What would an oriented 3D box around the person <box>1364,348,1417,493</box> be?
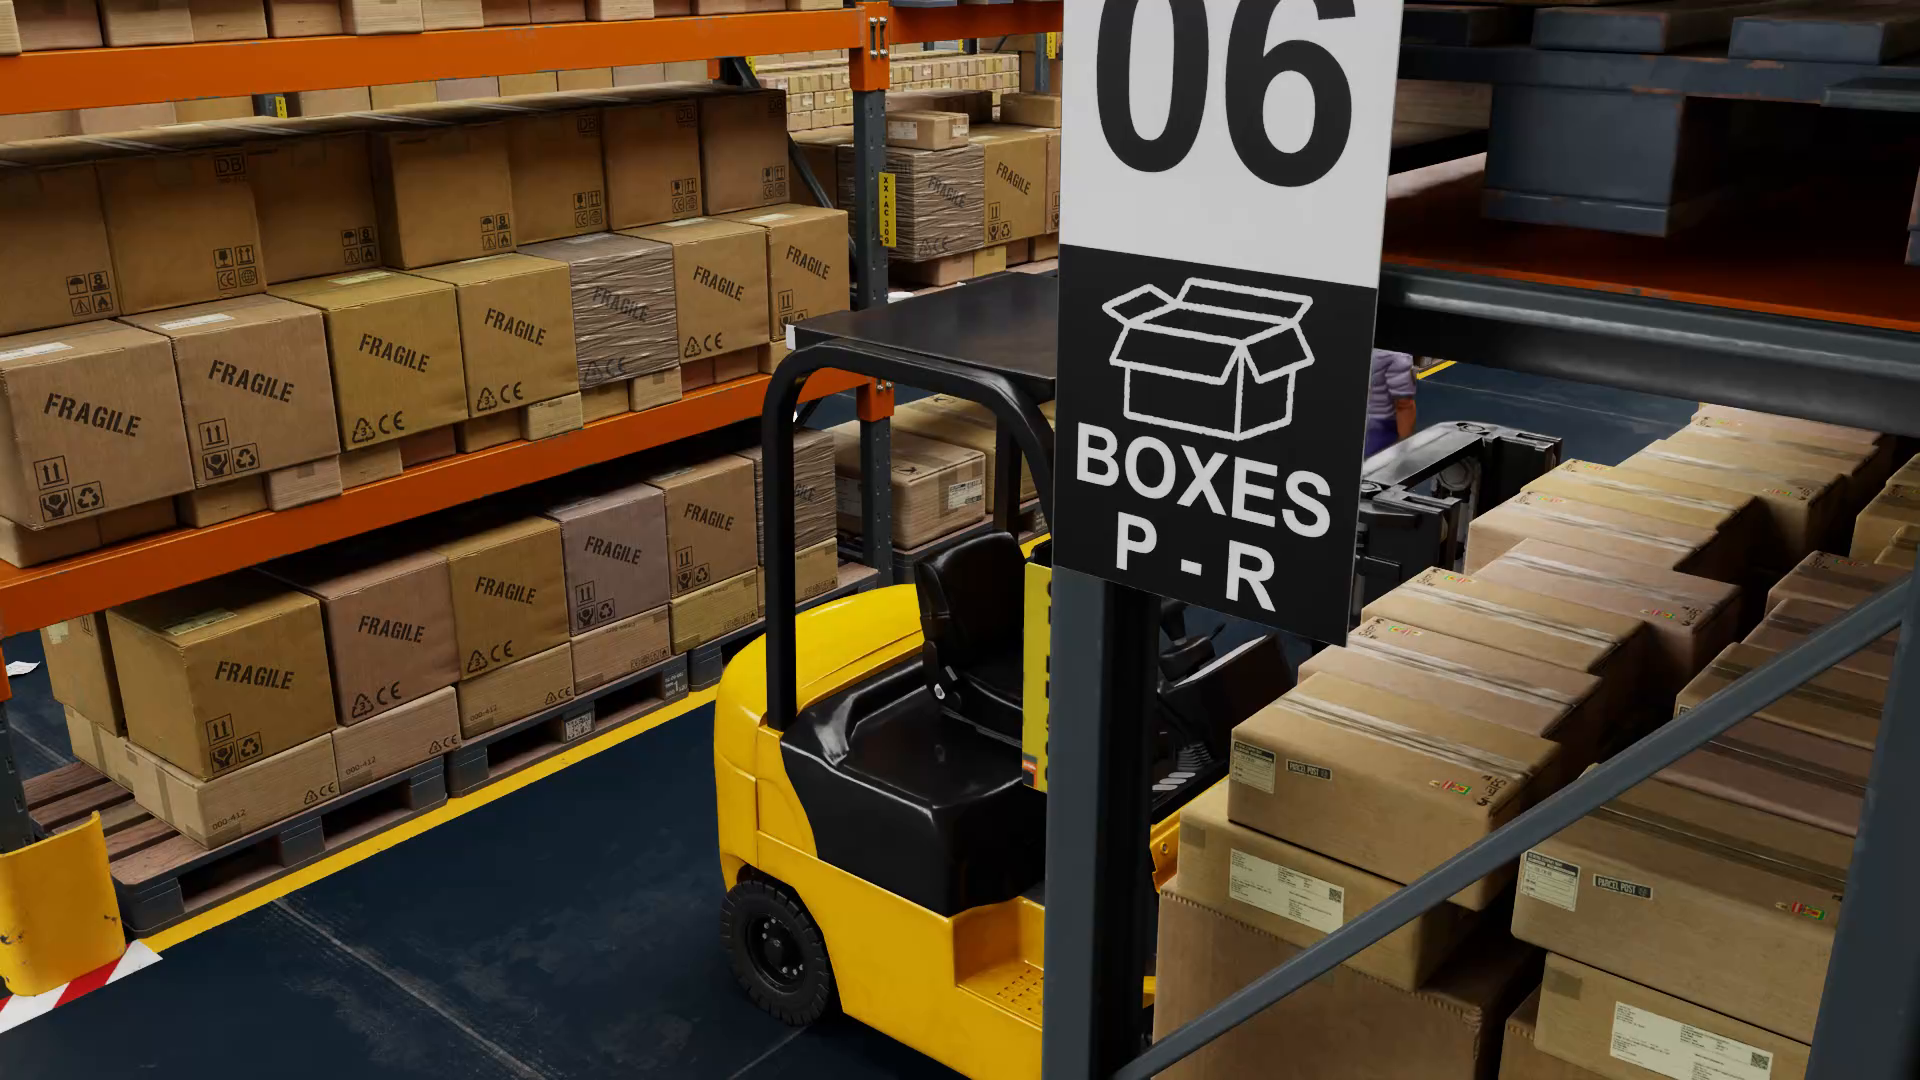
[{"bbox_3d":[1.864,-0.402,7.703,0.491,1.649,0.465,14,25,33],"label":"person"}]
